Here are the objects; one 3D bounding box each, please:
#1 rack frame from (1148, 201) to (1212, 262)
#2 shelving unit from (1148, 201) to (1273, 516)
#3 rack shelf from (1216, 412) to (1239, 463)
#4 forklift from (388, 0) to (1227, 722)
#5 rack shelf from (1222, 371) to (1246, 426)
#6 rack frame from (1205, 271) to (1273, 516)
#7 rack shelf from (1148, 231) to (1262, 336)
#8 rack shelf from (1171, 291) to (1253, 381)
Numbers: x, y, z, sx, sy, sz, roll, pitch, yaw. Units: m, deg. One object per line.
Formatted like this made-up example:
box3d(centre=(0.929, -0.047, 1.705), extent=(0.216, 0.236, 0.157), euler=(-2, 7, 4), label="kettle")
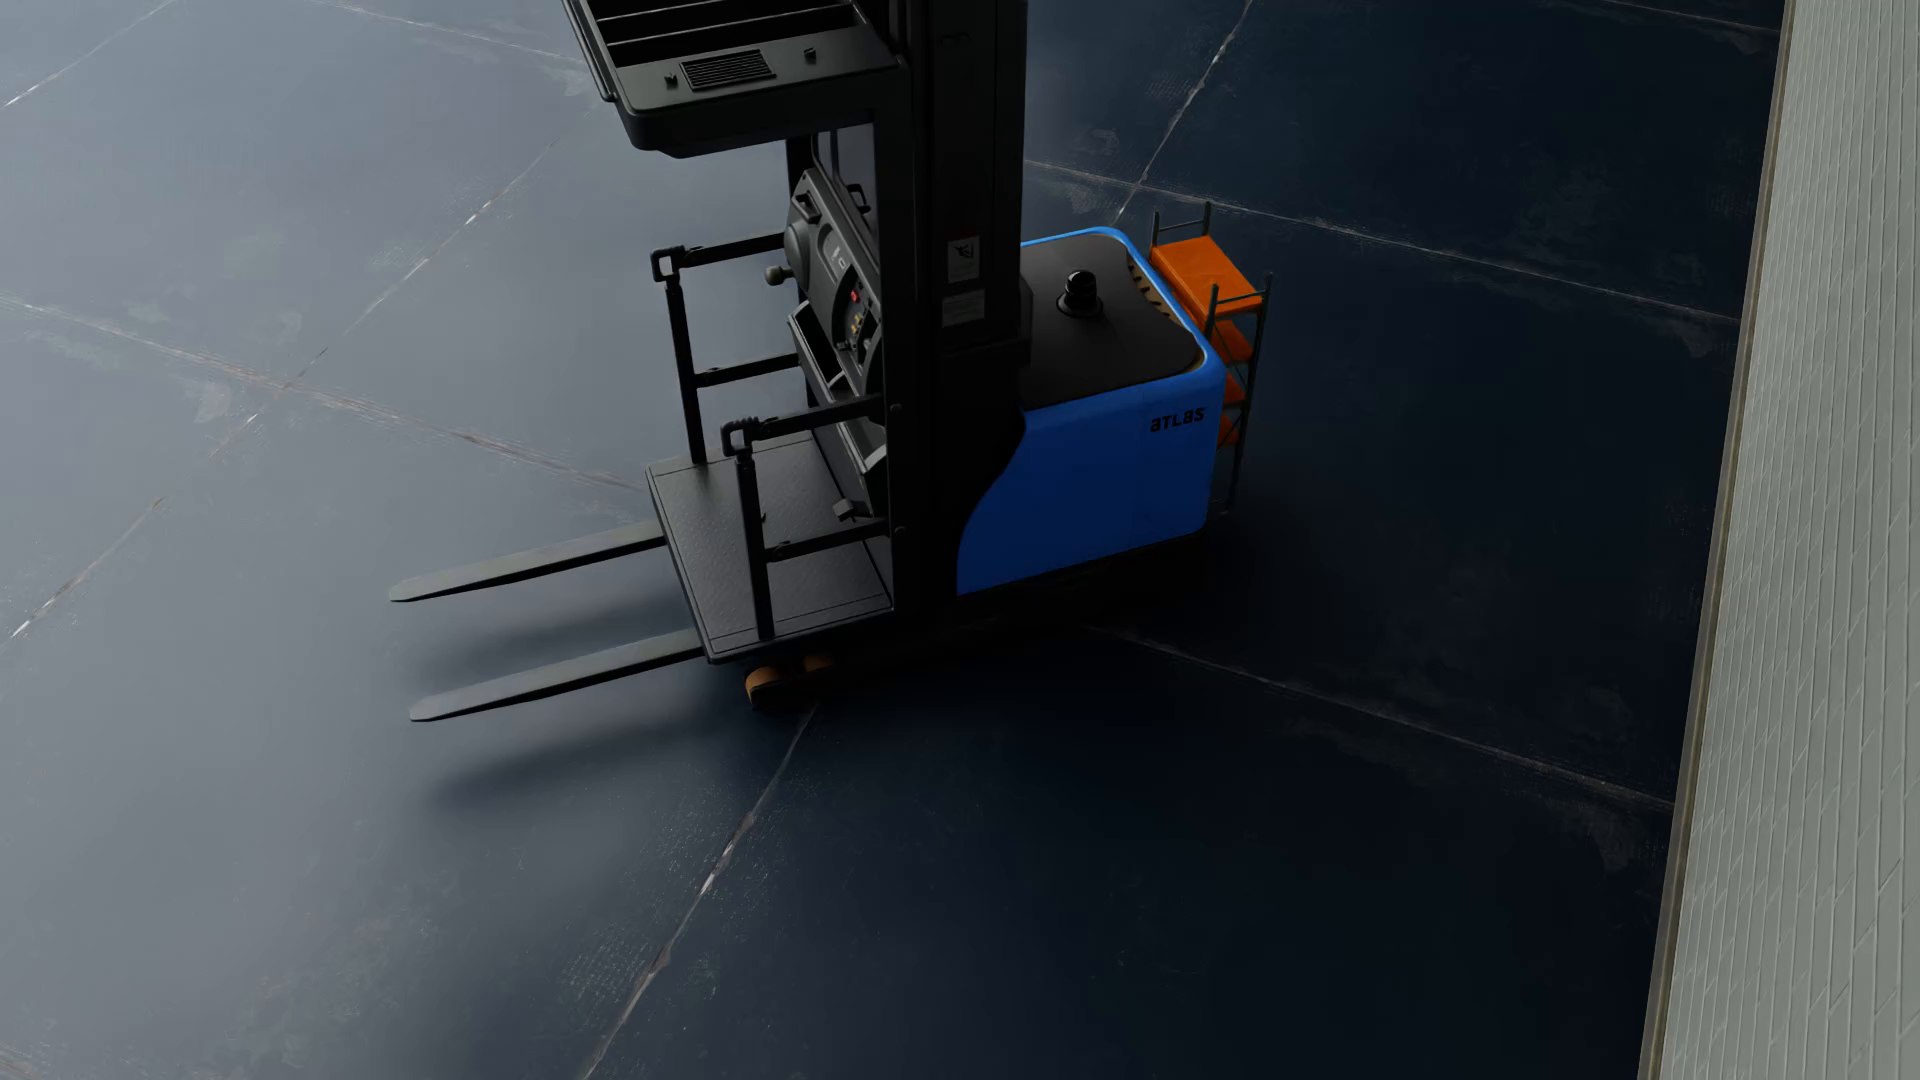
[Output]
box3d(centre=(0.842, -0.836, 6.738), extent=(0.240, 1.200, 0.015), euler=(-15, 47, -15), label="rack frame")
box3d(centre=(0.928, -0.675, 6.576), extent=(0.258, 1.200, 0.503), euler=(-15, 47, -15), label="shelving unit")
box3d(centre=(0.926, -0.486, 6.763), extent=(0.258, 0.148, 0.480), euler=(-15, 47, -15), label="rack shelf")
box3d(centre=(-0.611, -0.840, 5.516), extent=(3.031, 2.935, 1.130), euler=(-15, 47, -14), label="forklift")
box3d(centre=(0.928, -0.628, 6.624), extent=(0.258, 0.148, 0.480), euler=(-15, 47, -15), label="rack shelf")
box3d(centre=(1.014, -0.514, 6.415), extent=(0.240, 1.200, 0.015), euler=(-15, 47, -15), label="rack frame")
box3d(centre=(0.931, -0.955, 6.300), extent=(0.258, 0.148, 0.480), euler=(-15, 47, -15), label="rack shelf")
box3d(centre=(0.929, -0.787, 6.466), extent=(0.258, 0.148, 0.480), euler=(-15, 47, -15), label="rack shelf")
